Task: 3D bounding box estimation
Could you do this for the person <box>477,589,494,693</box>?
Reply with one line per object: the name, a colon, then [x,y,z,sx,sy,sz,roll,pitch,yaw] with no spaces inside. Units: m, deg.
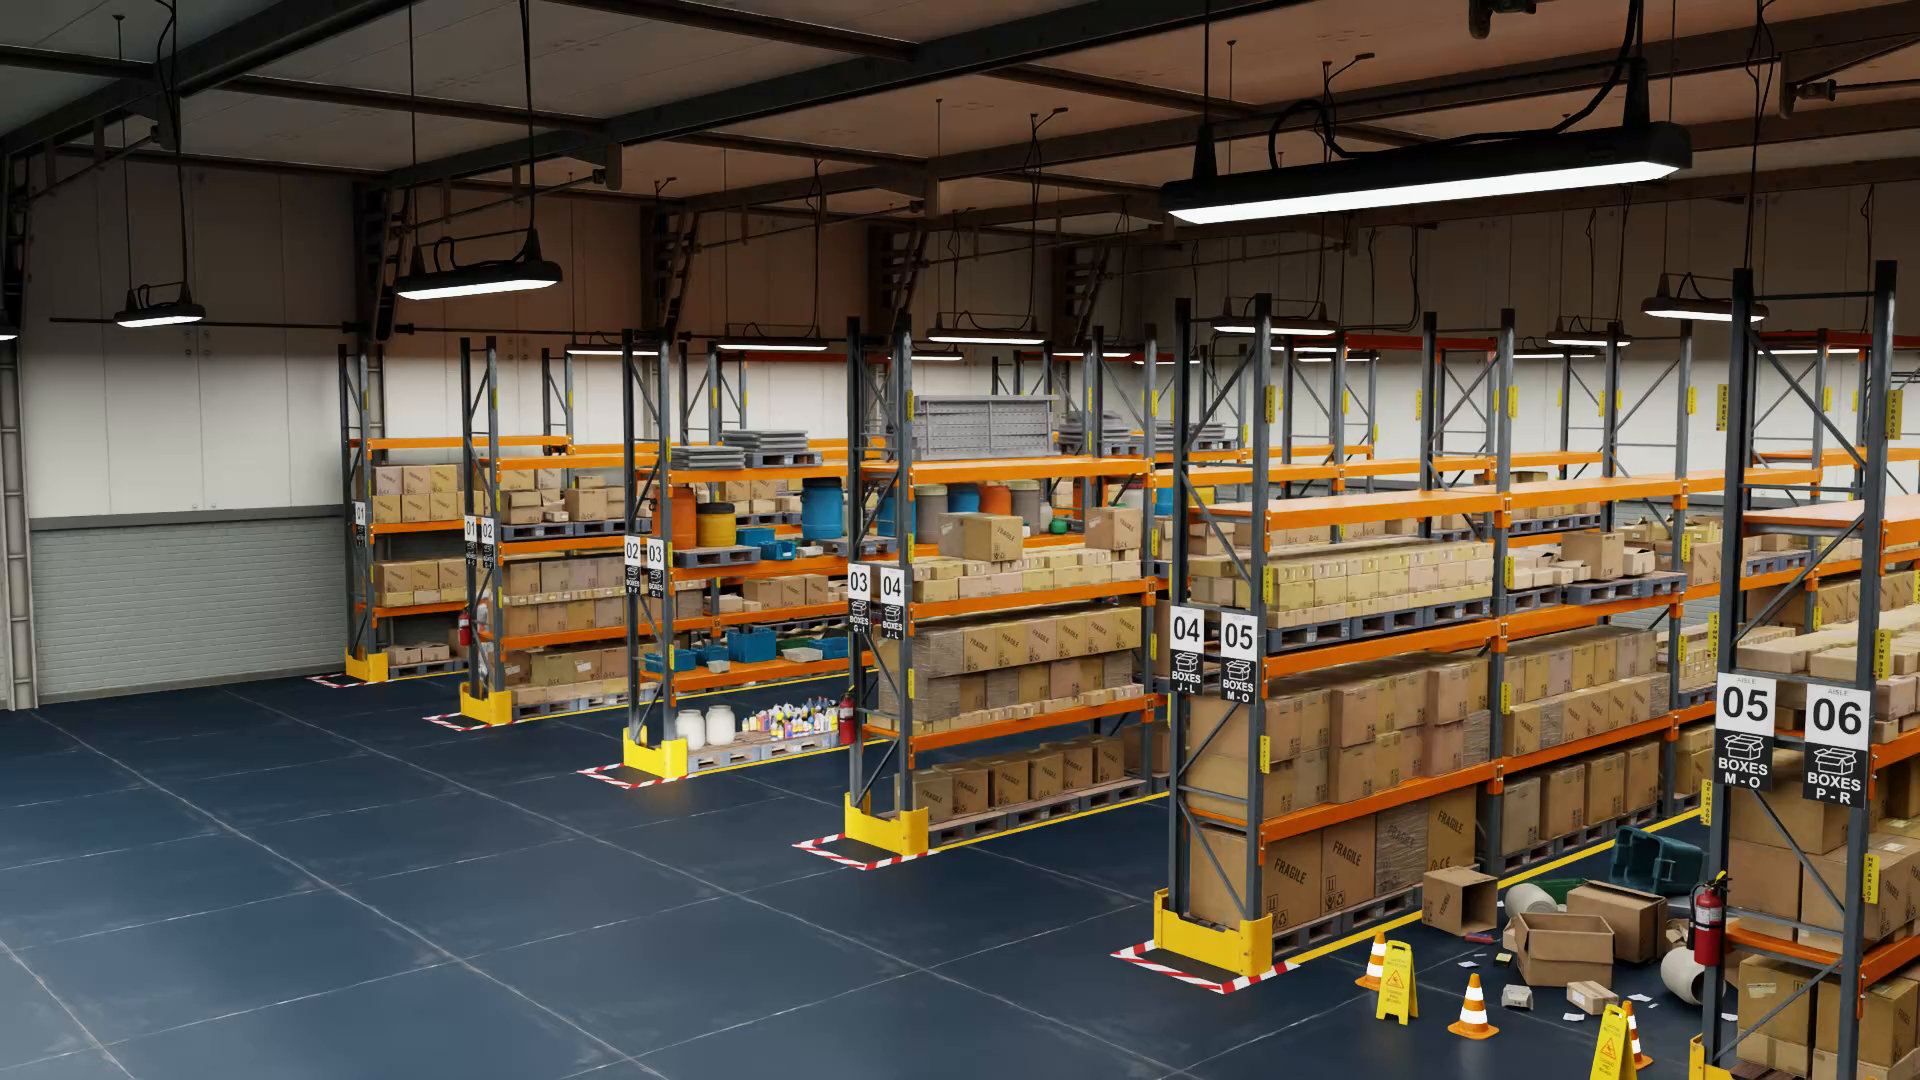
person: [-8.148,1.726,28.448,0.526,1.781,0.579,-3,6,-31]
